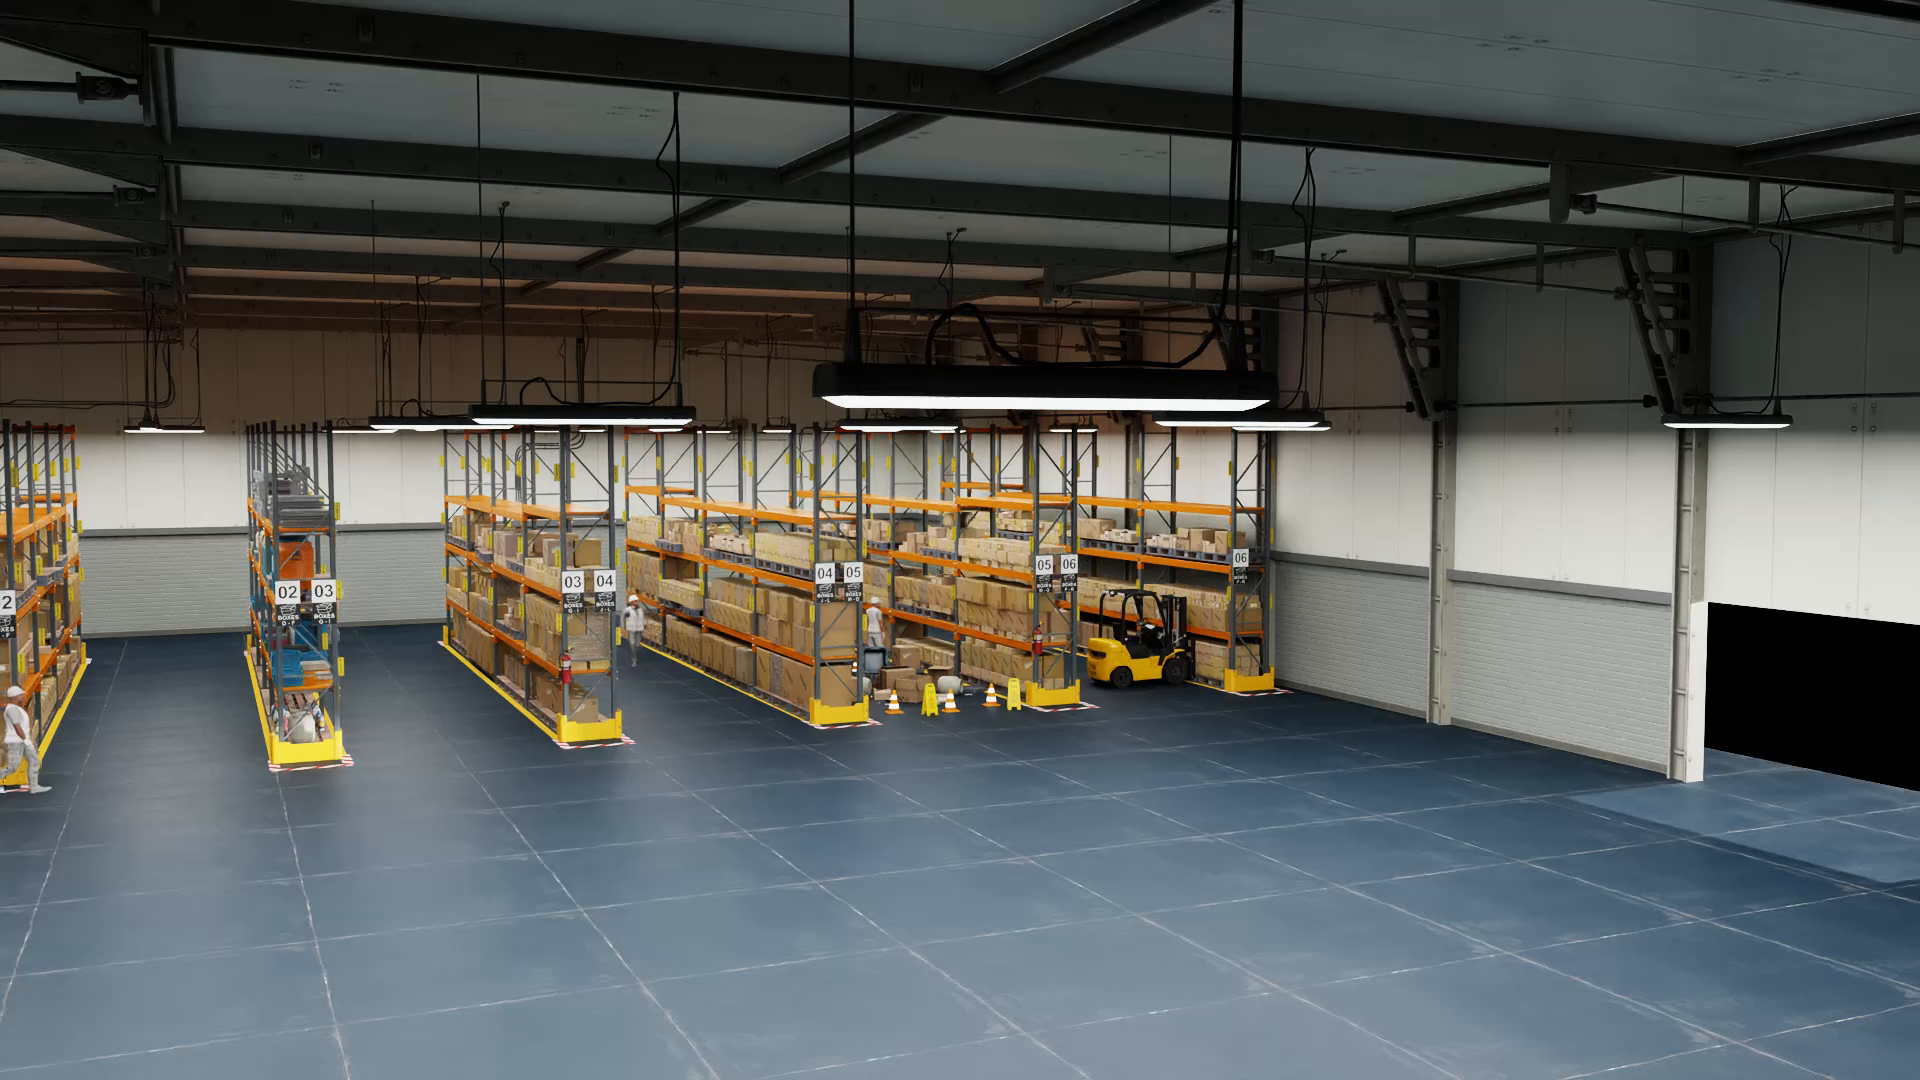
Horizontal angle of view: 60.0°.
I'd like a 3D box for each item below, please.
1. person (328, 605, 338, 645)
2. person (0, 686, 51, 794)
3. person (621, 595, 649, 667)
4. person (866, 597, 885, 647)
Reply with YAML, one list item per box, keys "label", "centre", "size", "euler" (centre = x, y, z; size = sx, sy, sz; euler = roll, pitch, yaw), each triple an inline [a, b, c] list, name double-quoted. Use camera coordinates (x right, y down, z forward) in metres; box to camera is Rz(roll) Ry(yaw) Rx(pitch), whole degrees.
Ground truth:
- label: "person"
  centre: [-17.401, 1.988, 45.649]
  size: [0.625, 1.780, 0.418]
  euler: [-2, 4, -33]
- label: "person"
  centre: [-15.022, 3.195, 26.478]
  size: [0.933, 1.742, 0.576]
  euler: [-1, 4, -17]
- label: "person"
  centre: [-8.172, 2.270, 41.677]
  size: [0.649, 1.777, 0.940]
  euler: [-2, 4, -23]
- label: "person"
  centre: [-2.029, 2.281, 40.588]
  size: [0.619, 1.795, 0.412]
  euler: [3, 5, 43]
